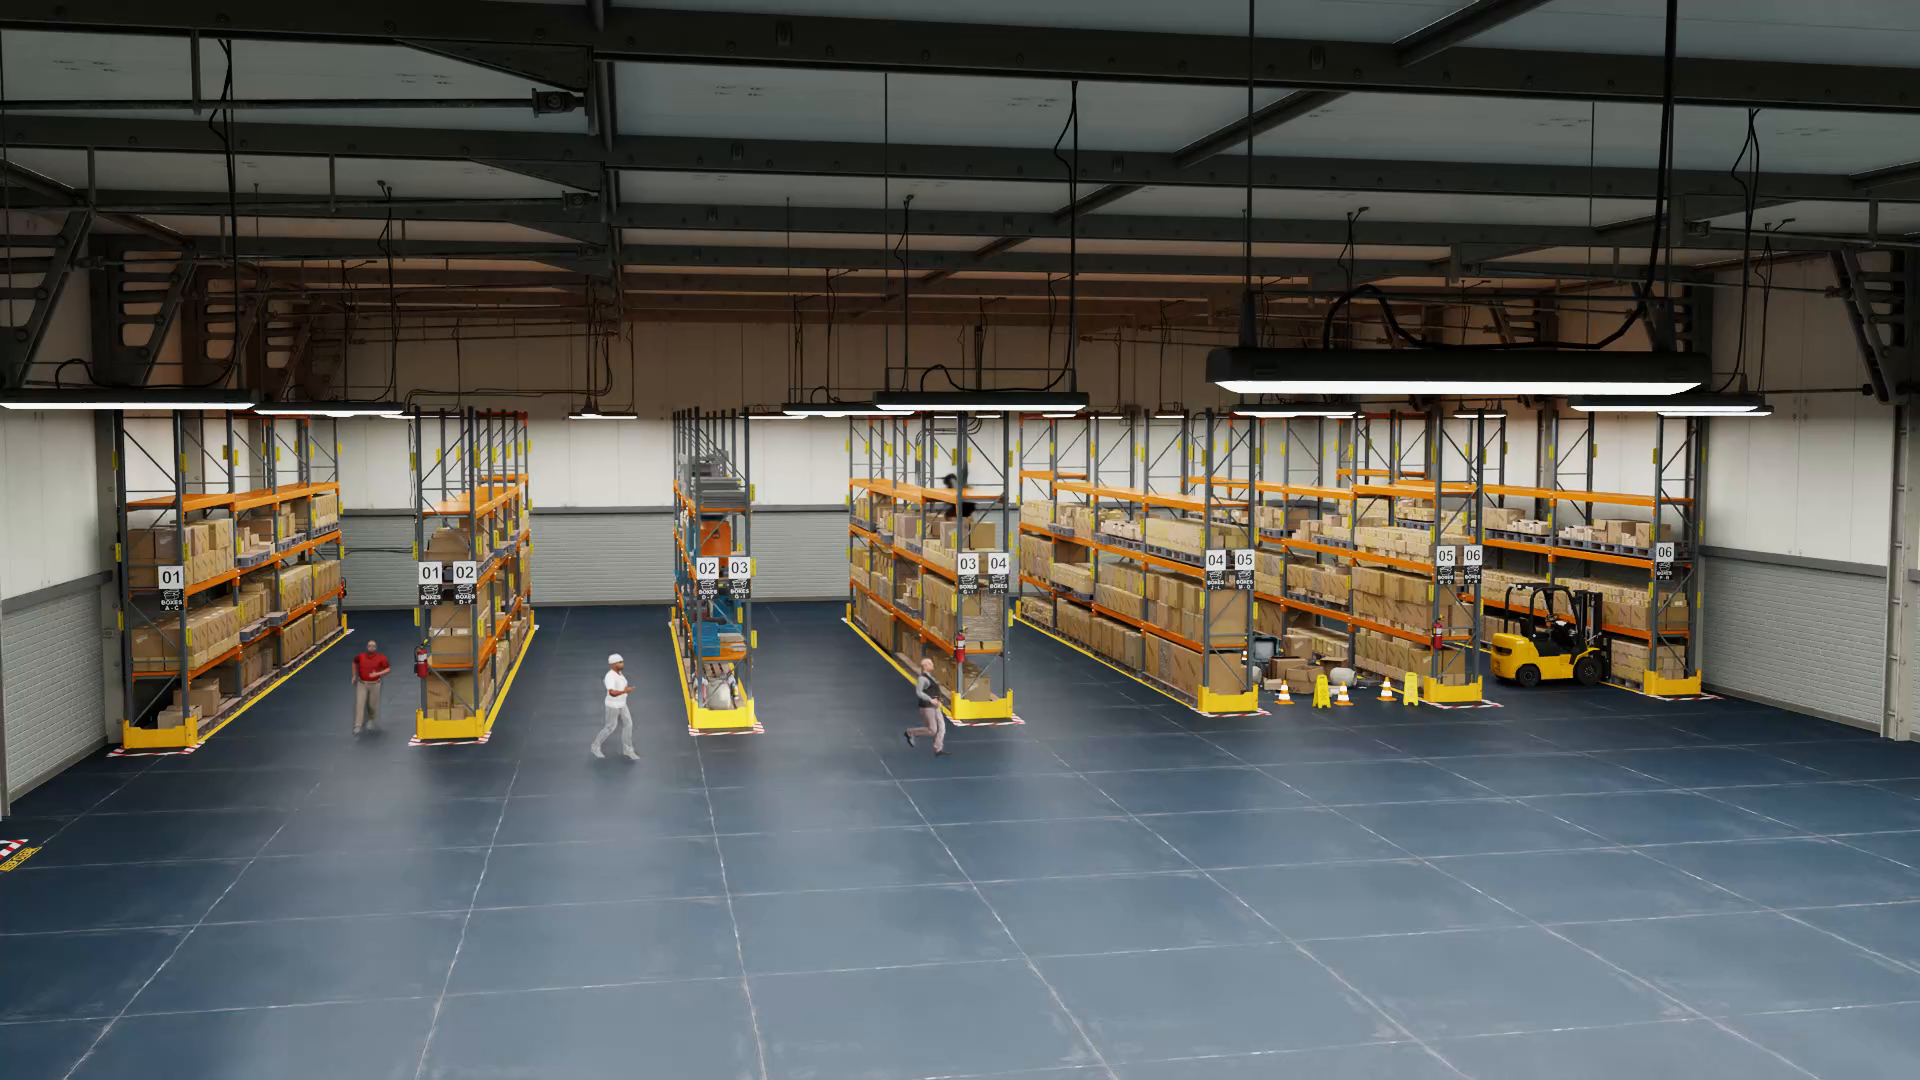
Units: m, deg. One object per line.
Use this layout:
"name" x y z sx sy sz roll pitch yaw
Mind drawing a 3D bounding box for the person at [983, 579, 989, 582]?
"person" 0.505 1.446 48.570 0.727 1.657 0.561 2 4 23

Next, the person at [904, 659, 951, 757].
"person" -0.532 2.871 28.495 0.814 1.687 0.676 1 4 18

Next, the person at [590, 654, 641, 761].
"person" -5.837 2.829 28.074 0.829 1.819 0.718 1 4 9

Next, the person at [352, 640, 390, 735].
"person" -10.773 2.681 30.412 0.690 1.708 1.079 -1 4 -13
